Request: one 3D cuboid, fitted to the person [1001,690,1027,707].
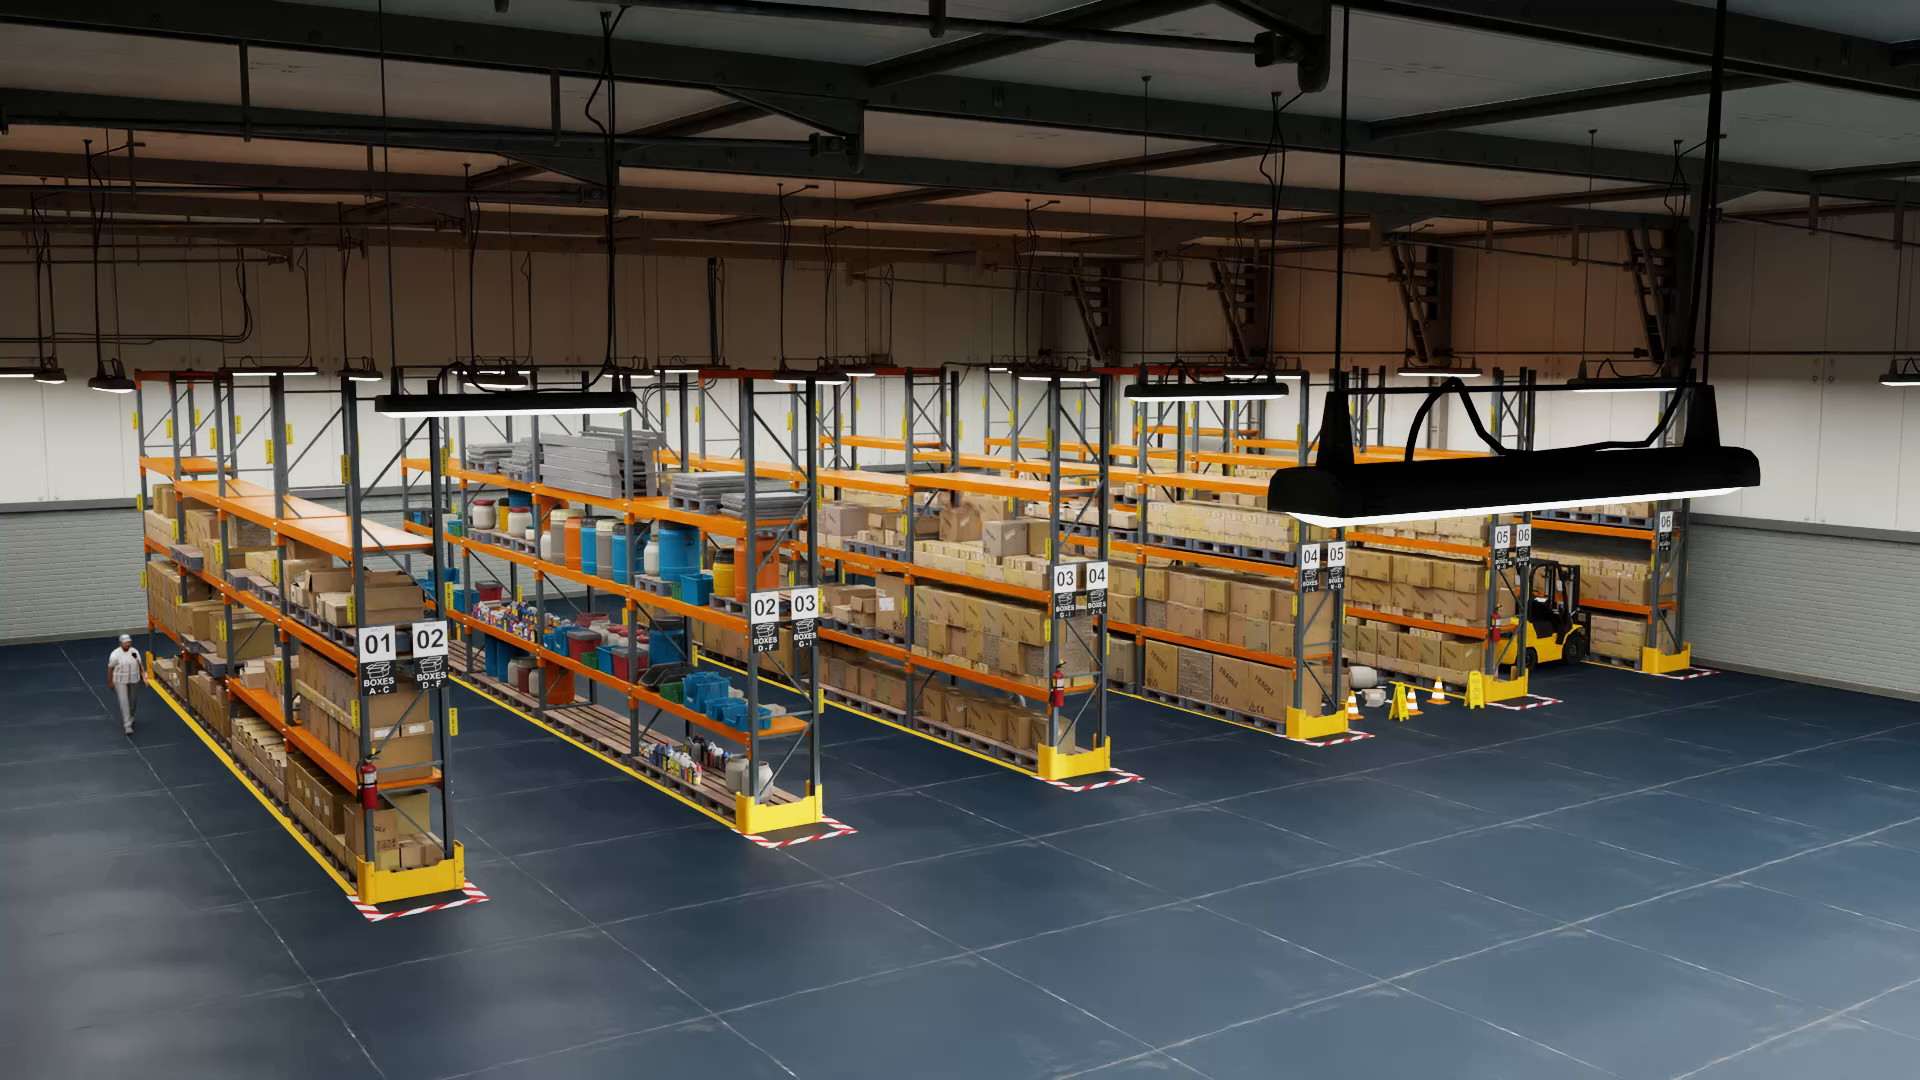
[{"bbox_3d":[0.995,2.248,28.963,0.468,1.609,1.058,-5,8,-36],"label":"person"}]

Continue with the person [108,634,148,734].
[{"bbox_3d":[-13.969,2.371,27.909,0.562,1.605,1.022,-5,8,-36],"label":"person"}]
